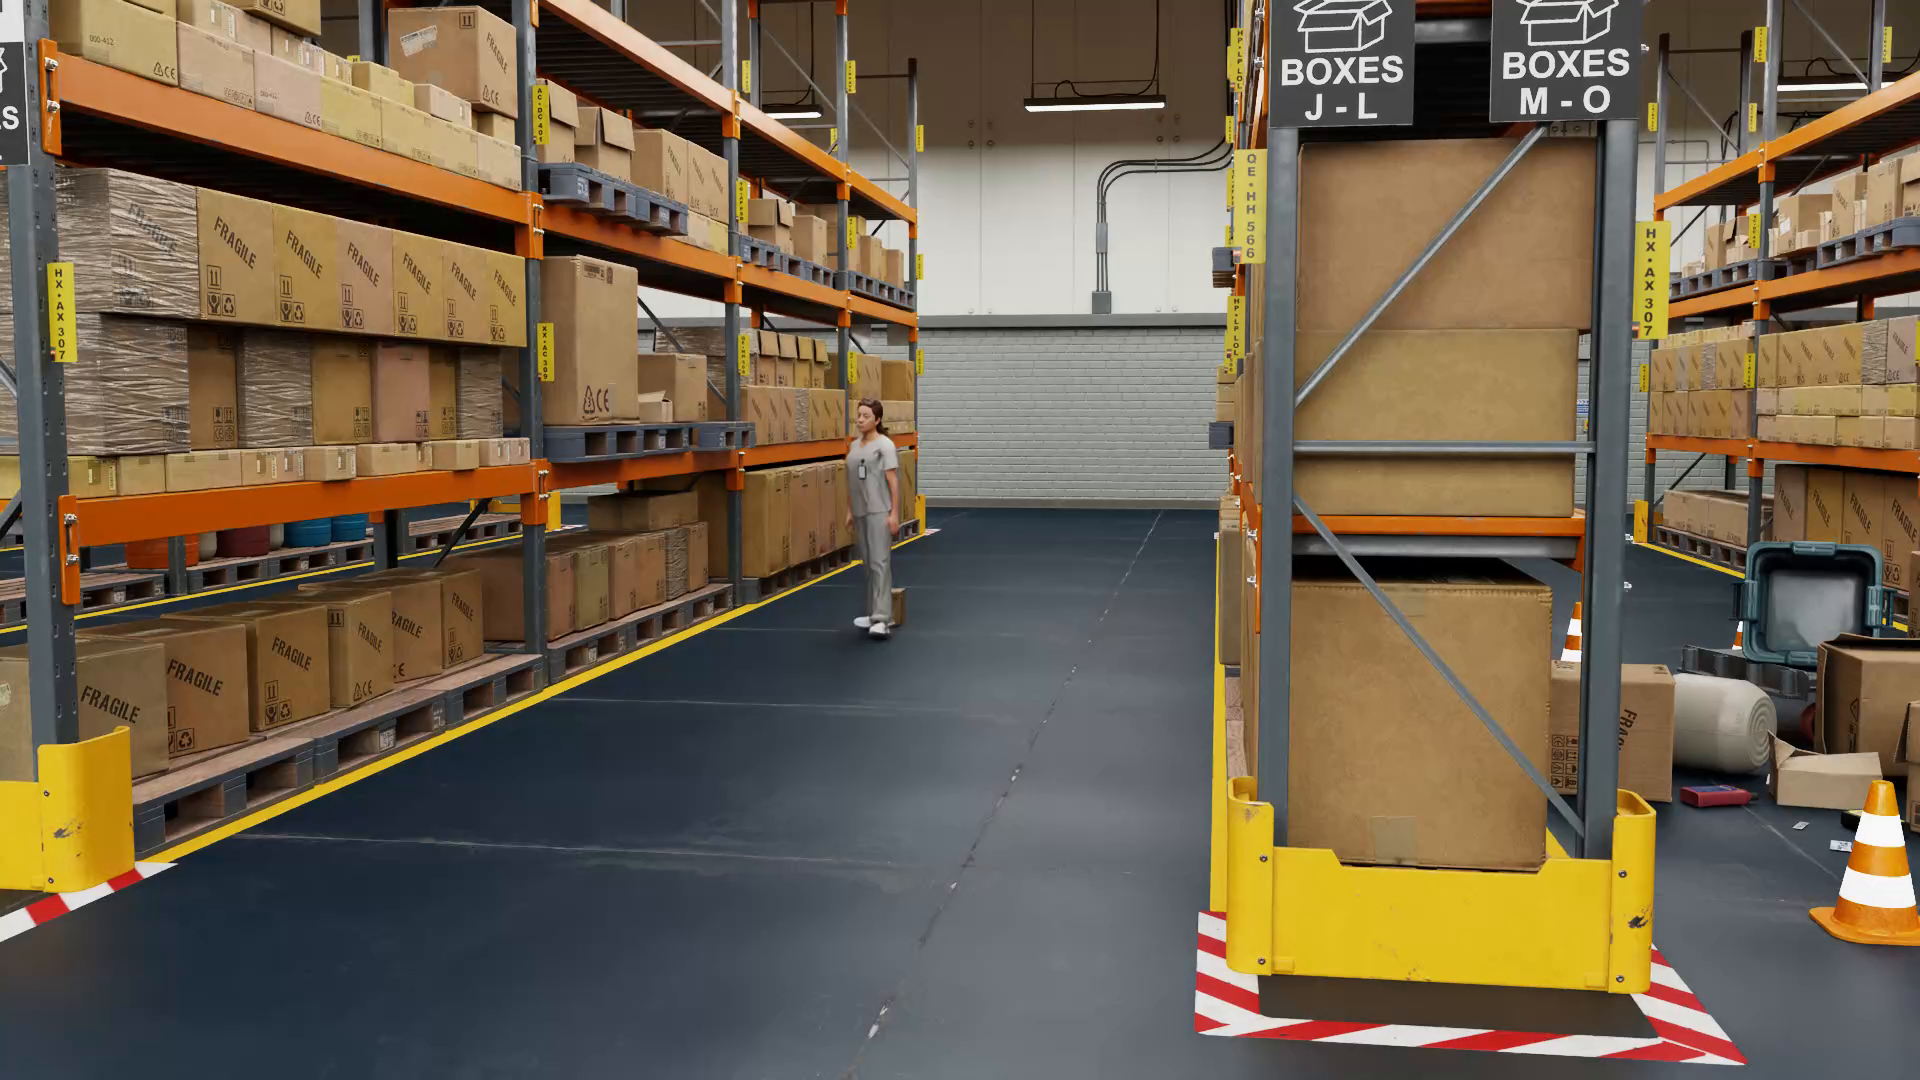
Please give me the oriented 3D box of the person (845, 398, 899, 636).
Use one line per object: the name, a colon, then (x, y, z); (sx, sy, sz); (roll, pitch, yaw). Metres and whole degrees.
person: (-0.610, -0.171, 11.790); (0.581, 1.659, 0.681); (-4, 6, -42)
